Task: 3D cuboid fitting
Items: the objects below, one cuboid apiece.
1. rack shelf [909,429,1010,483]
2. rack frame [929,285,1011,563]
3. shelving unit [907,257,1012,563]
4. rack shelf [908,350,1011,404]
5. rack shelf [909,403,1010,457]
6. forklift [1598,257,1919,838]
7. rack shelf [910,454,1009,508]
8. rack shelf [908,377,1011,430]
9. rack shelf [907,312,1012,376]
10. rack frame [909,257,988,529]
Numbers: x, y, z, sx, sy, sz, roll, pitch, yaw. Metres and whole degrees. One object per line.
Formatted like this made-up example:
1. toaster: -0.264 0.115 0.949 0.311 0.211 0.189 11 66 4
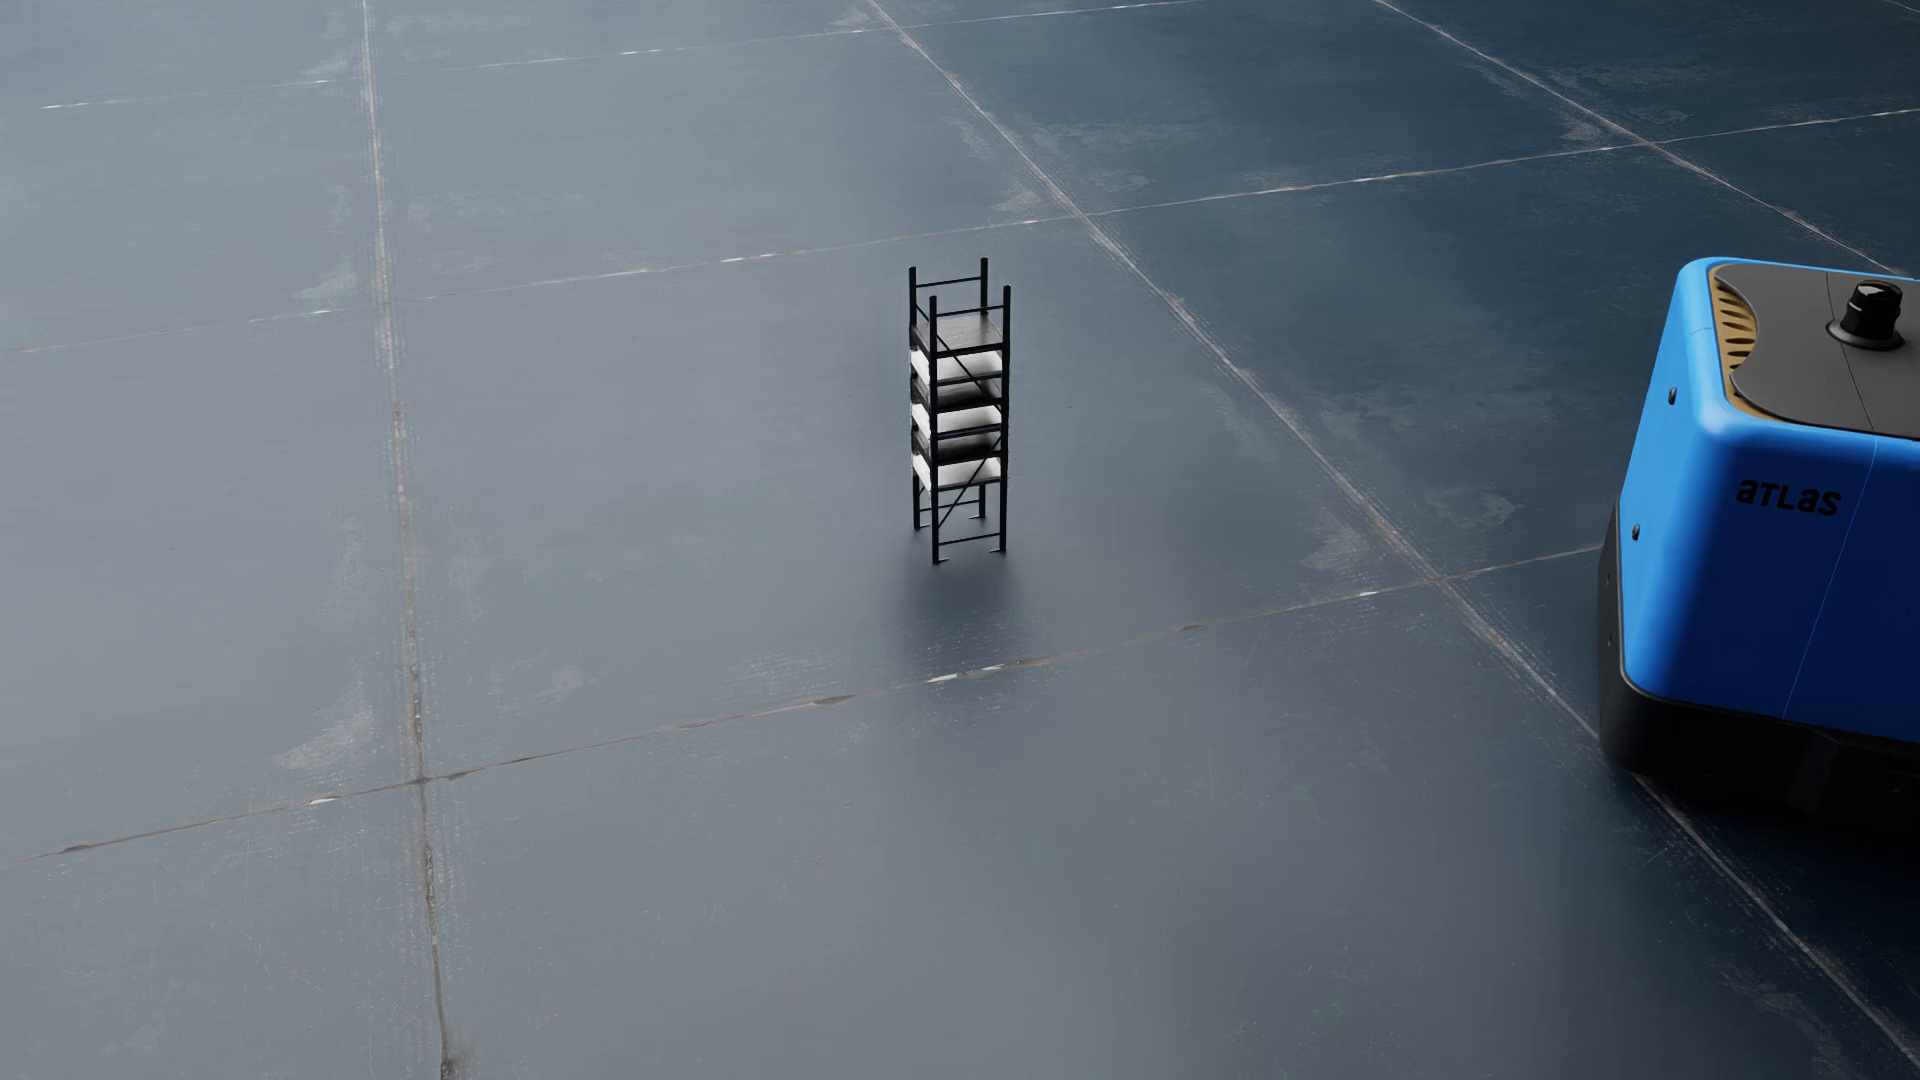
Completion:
1. rack shelf: -0.002 -0.277 5.076 0.258 0.077 0.200 -10 35 -15
2. rack frame: 0.029 -0.326 4.928 0.240 0.900 0.006 -10 35 -15
3. shelving unit: -0.002 -0.380 5.008 0.258 0.900 0.210 -10 35 -15
4. rack shelf: -0.002 -0.502 4.928 0.258 0.077 0.200 -10 35 -15
5. rack shelf: -0.002 -0.352 5.027 0.258 0.077 0.200 -10 35 -15
6. forklift: 3.235 -0.608 3.512 3.031 2.935 1.130 10 35 14
7. rack shelf: -0.002 -0.202 5.126 0.258 0.077 0.200 -10 35 -15
8. rack shelf: -0.002 -0.427 4.977 0.258 0.077 0.200 -10 35 -15
9. rack shelf: -0.002 -0.577 4.878 0.258 0.077 0.200 -10 35 -15
10. rack frame: -0.033 -0.433 5.089 0.240 0.900 0.006 -10 35 -15
